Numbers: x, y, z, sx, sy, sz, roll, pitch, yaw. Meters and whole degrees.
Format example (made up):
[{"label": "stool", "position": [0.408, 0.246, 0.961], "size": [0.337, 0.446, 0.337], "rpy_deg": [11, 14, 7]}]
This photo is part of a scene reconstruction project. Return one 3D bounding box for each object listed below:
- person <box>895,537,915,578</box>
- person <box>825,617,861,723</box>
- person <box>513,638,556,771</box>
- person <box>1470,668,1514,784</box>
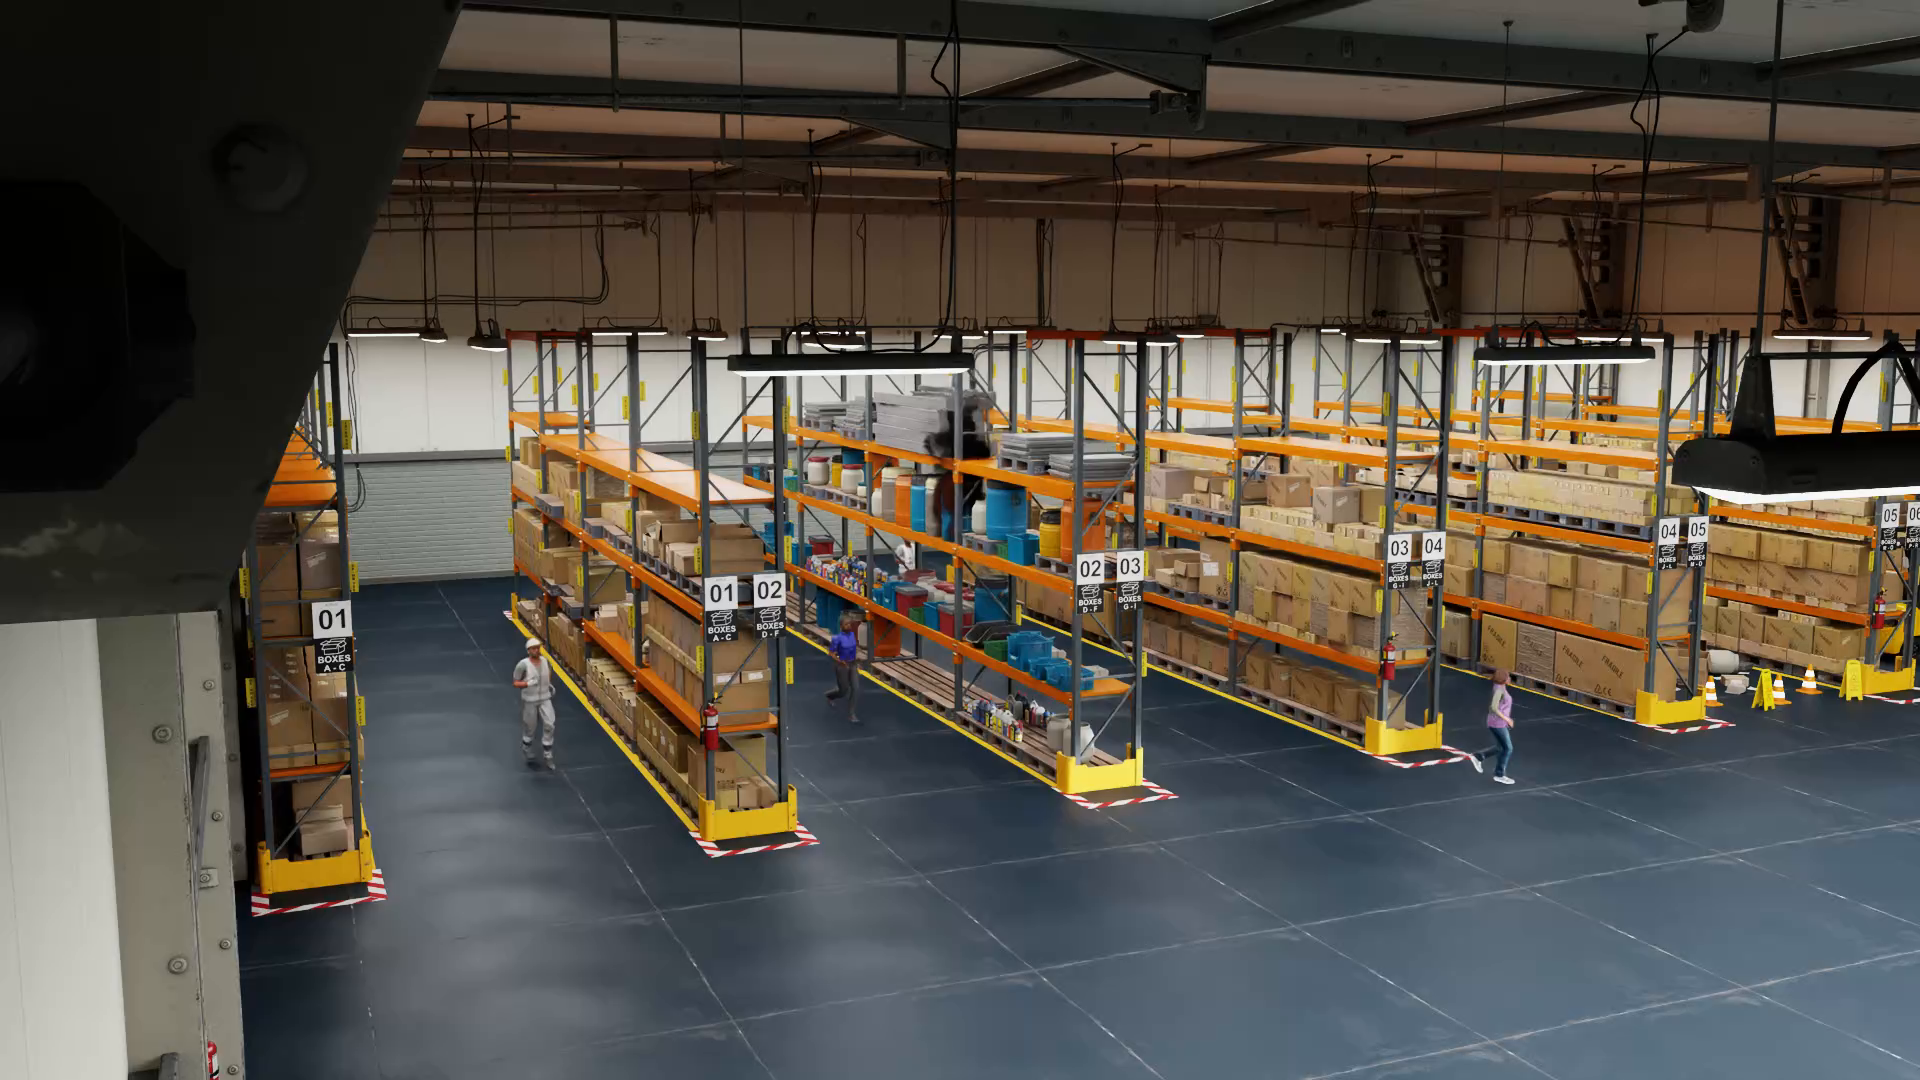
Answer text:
[{"label": "person", "position": [-1.075, 0.700, 34.694], "size": [0.674, 1.786, 0.967], "rpy_deg": [-6, 10, -38]}, {"label": "person", "position": [-1.802, 2.011, 26.020], "size": [0.579, 1.625, 0.764], "rpy_deg": [-6, 10, -40]}, {"label": "person", "position": [-5.939, 2.279, 23.277], "size": [0.638, 1.840, 0.774], "rpy_deg": [-5, 9, -34]}, {"label": "person", "position": [7.234, 2.511, 22.520], "size": [0.589, 1.574, 0.565], "rpy_deg": [2, 8, 16]}]
